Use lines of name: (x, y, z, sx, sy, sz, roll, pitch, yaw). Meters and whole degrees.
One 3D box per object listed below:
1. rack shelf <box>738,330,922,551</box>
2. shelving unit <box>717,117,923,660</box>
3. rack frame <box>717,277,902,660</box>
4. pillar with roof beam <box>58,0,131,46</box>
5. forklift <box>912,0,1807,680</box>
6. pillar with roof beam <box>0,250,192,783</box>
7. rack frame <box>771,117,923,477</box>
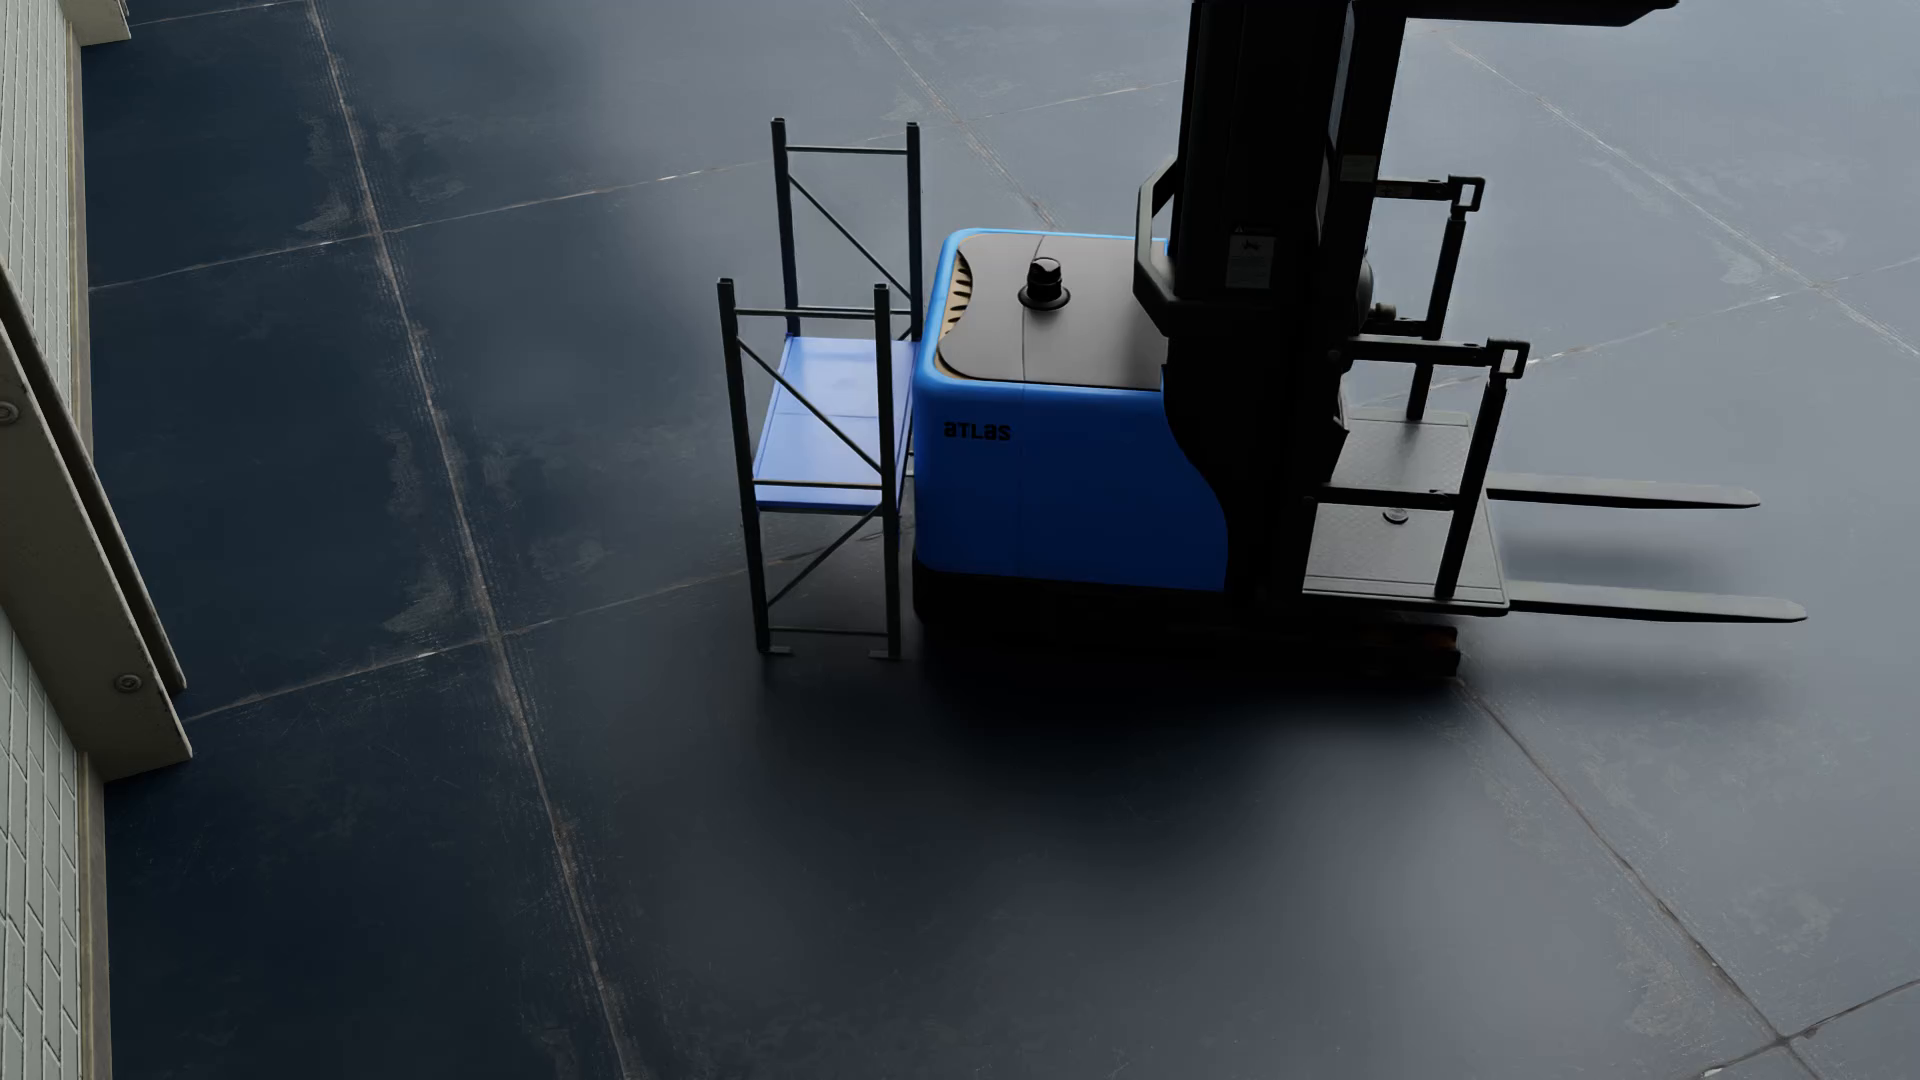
rack shelf: (-0.420, -0.369, 5.805, 0.538, 0.185, 1.000, 3, 41, 3)
shelving unit: (-0.420, -0.505, 5.687, 0.538, 1.500, 1.048, 3, 41, 3)
rack frame: (-0.454, -0.175, 5.303, 0.500, 1.500, 0.032, 3, 41, 3)
pillar with roof beam: (-1.040, -7.469, 8.034, 9.100, 9.000, 0.400, -15, 43, -17)
forklift: (1.387, -1.000, 5.165, 3.031, 2.935, 1.130, 4, 41, 5)
pillar with roof beam: (1.256, -3.855, 3.831, 9.100, 9.000, 0.400, -15, 43, -17)
rack frame: (-0.385, -0.836, 6.072, 0.500, 1.500, 0.032, 3, 41, 3)
